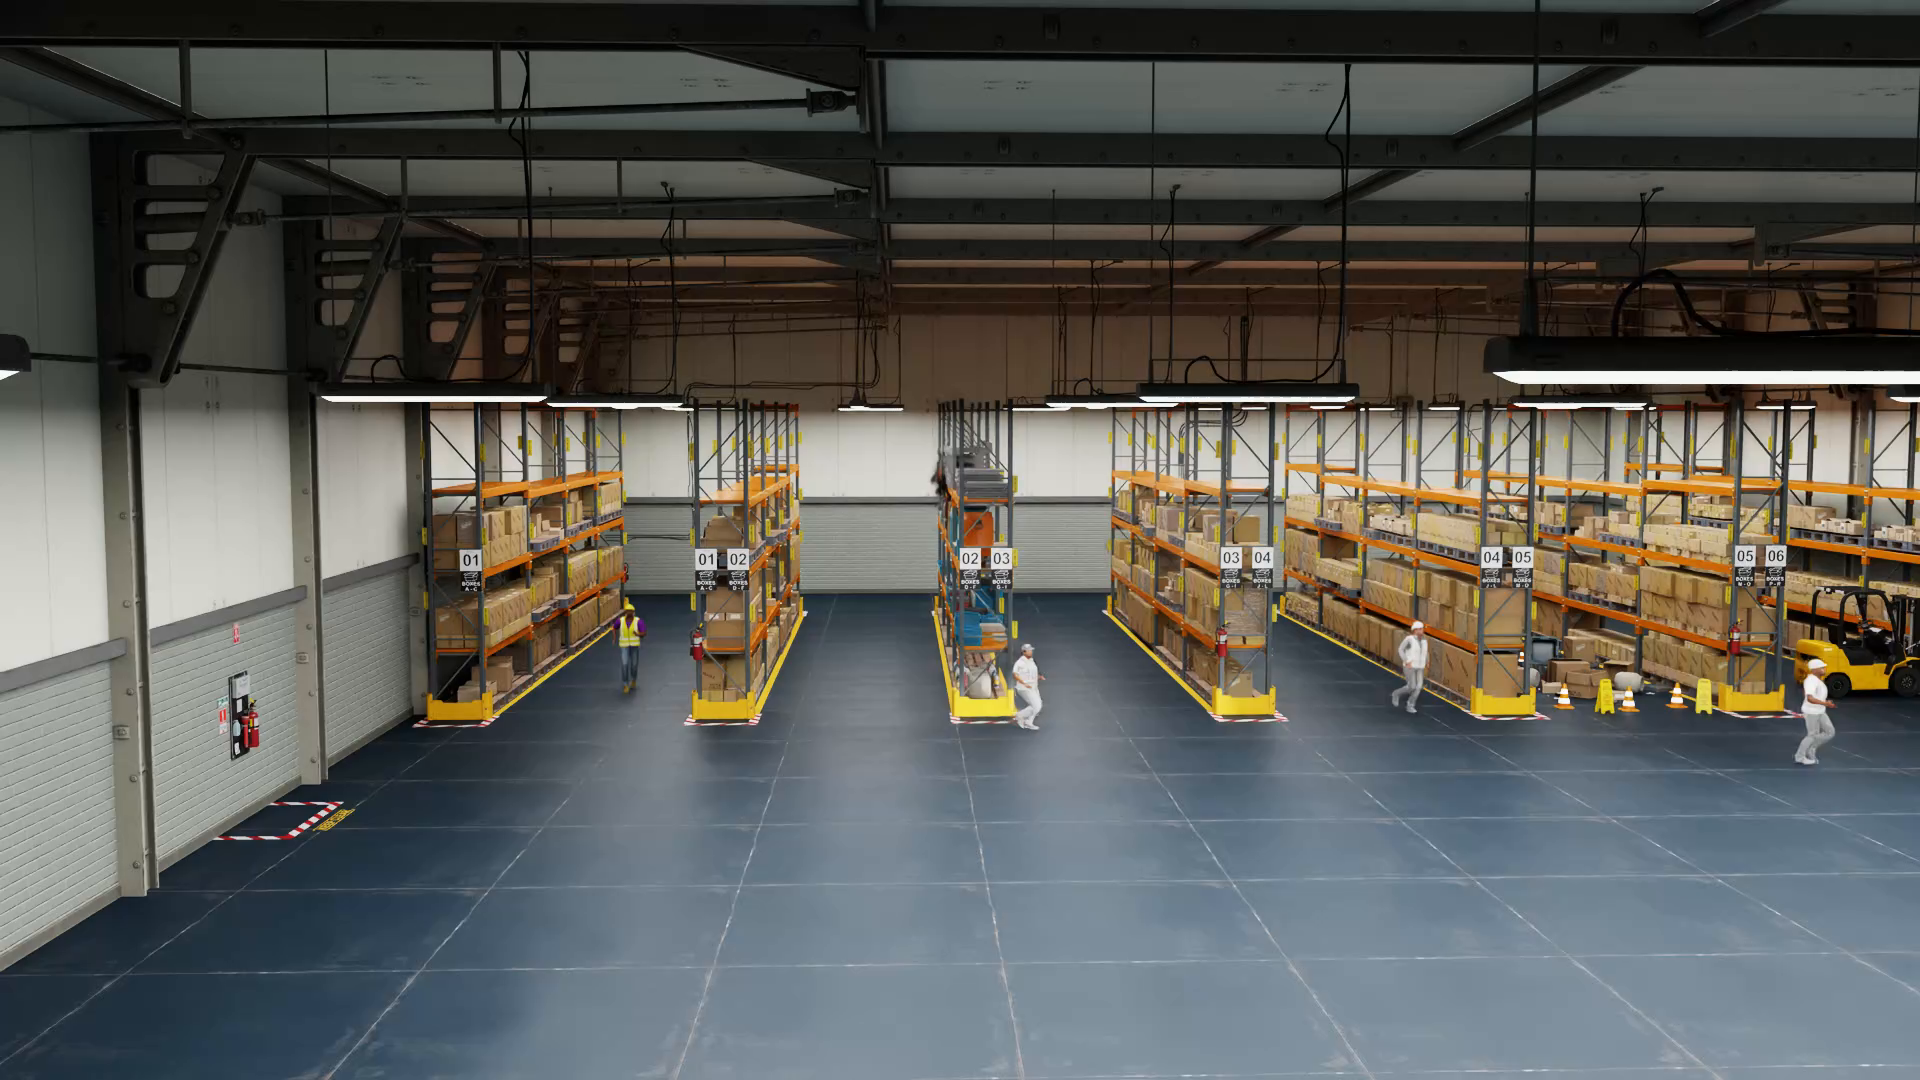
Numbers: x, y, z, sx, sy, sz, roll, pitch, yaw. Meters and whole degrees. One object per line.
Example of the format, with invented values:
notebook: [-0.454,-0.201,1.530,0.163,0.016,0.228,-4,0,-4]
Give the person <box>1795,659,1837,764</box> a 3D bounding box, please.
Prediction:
person: [13.919,2.798,26.999,0.633,1.737,0.700,4,6,40]

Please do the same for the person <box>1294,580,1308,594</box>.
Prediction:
person: [10.102,1.173,48.935,0.681,1.774,0.560,0,4,-4]

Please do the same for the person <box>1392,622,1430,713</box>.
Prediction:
person: [8.765,2.433,32.101,0.697,1.722,0.591,-2,5,-25]

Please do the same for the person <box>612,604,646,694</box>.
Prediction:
person: [-6.821,2.218,34.329,0.686,1.806,0.846,-1,4,-12]

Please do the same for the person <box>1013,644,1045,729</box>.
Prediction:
person: [1.238,2.654,30.004,0.527,1.590,0.611,2,5,21]
